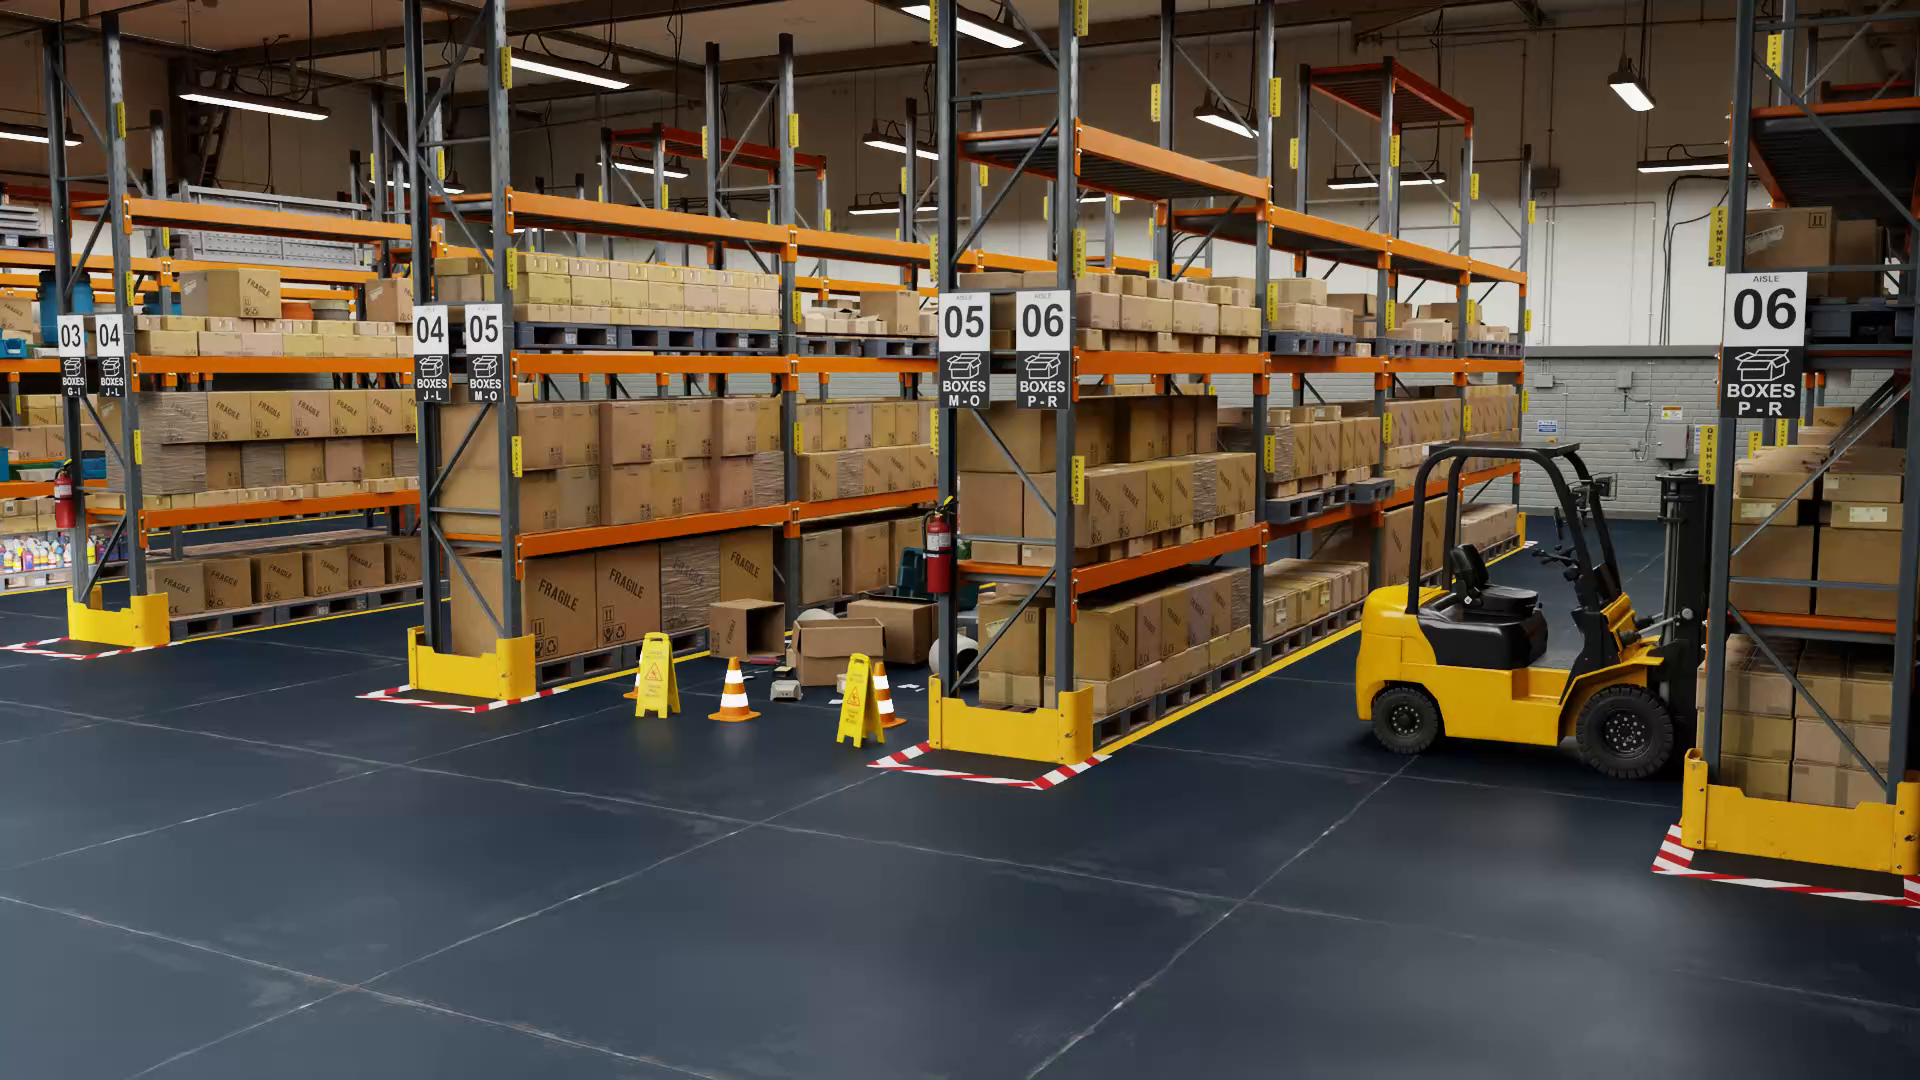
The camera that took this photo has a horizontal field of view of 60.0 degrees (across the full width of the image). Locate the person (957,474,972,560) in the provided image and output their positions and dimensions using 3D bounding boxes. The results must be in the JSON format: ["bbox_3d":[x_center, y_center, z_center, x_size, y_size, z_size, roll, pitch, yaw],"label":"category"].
[{"bbox_3d":[0.083,-0.064,18.193,0.388,1.768,0.533,3,7,30],"label":"person"}]
